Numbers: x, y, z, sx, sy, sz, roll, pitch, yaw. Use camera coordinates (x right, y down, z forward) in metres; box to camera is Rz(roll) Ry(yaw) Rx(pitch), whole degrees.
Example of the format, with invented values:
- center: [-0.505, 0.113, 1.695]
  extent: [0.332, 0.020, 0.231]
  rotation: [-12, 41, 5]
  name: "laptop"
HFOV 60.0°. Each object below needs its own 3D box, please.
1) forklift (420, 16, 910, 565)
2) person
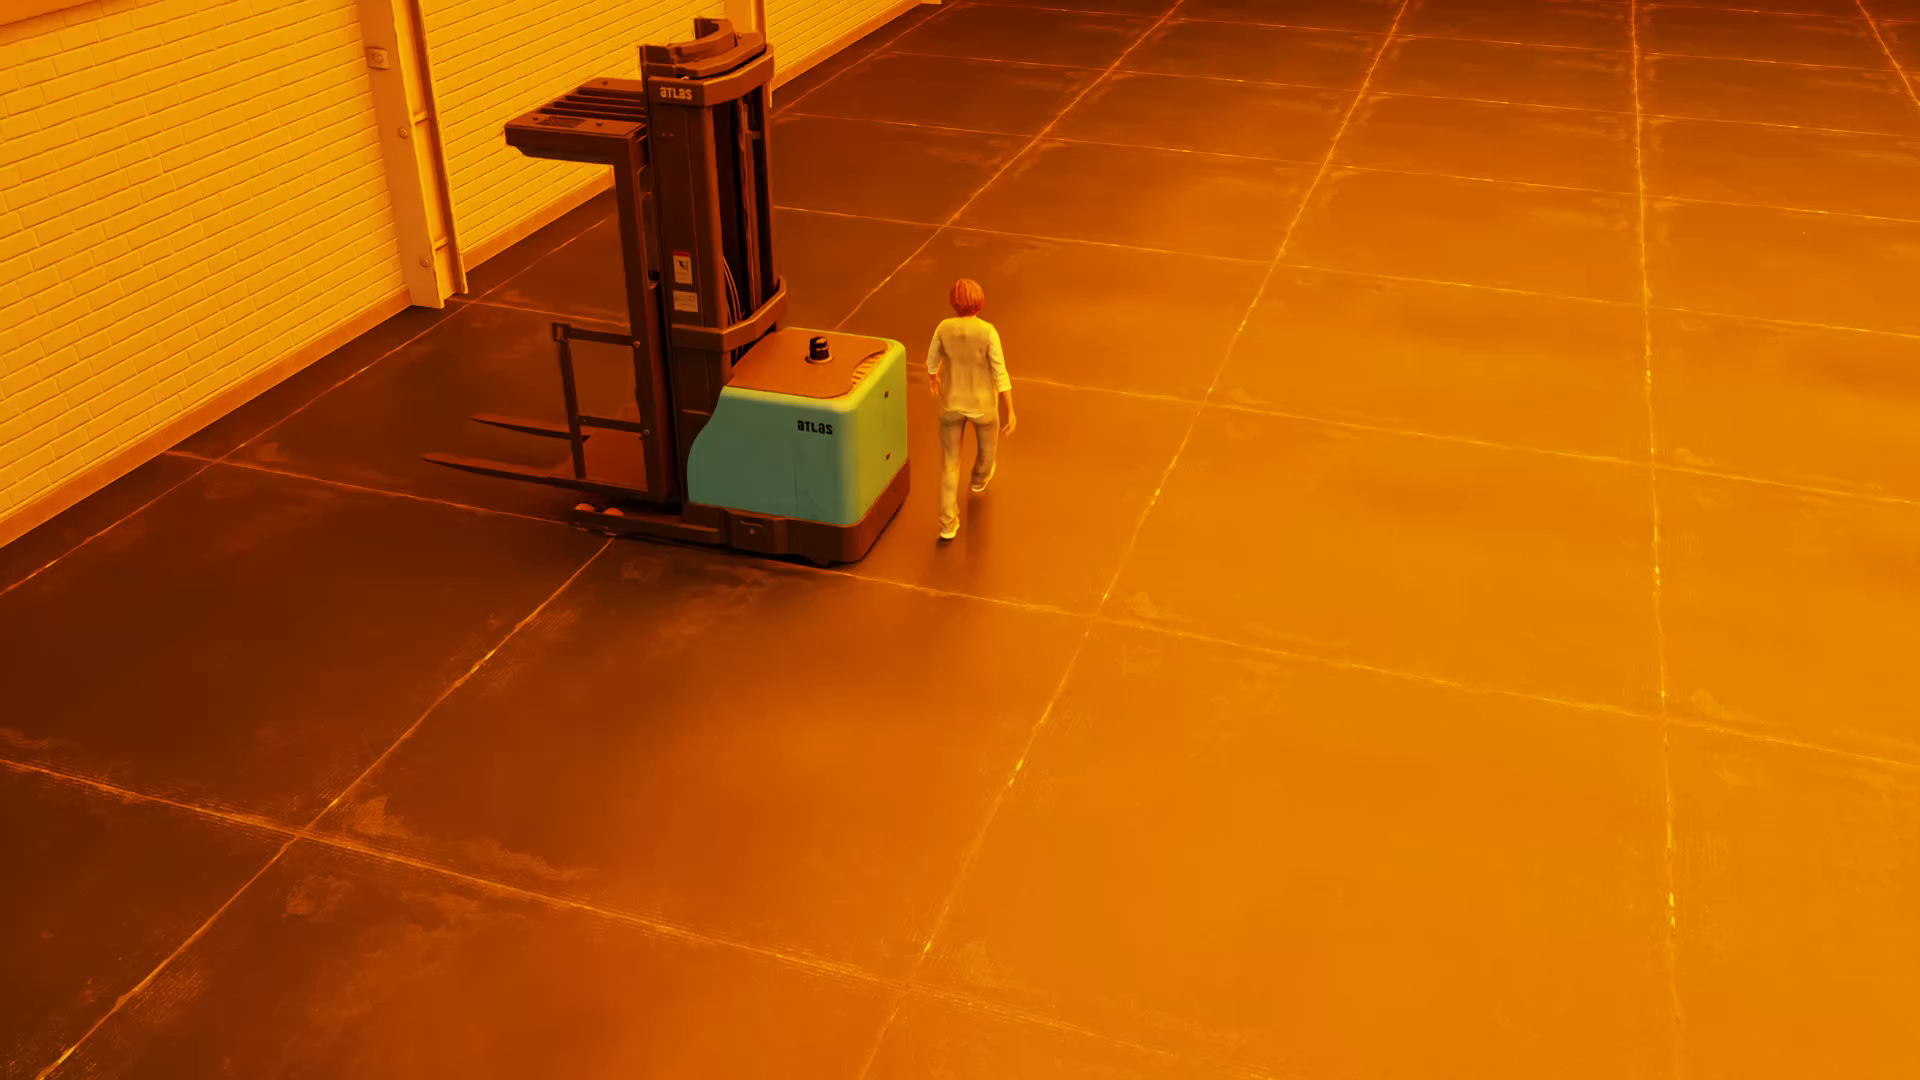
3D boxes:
- center: [-1.889, -1.538, 9.835]
  extent: [3.031, 2.935, 1.130]
  rotation: [9, 31, 15]
  name: "forklift"
- center: [0.078, -0.845, 10.023]
  extent: [0.596, 1.550, 0.838]
  rotation: [6, 30, 10]
  name: "person"
